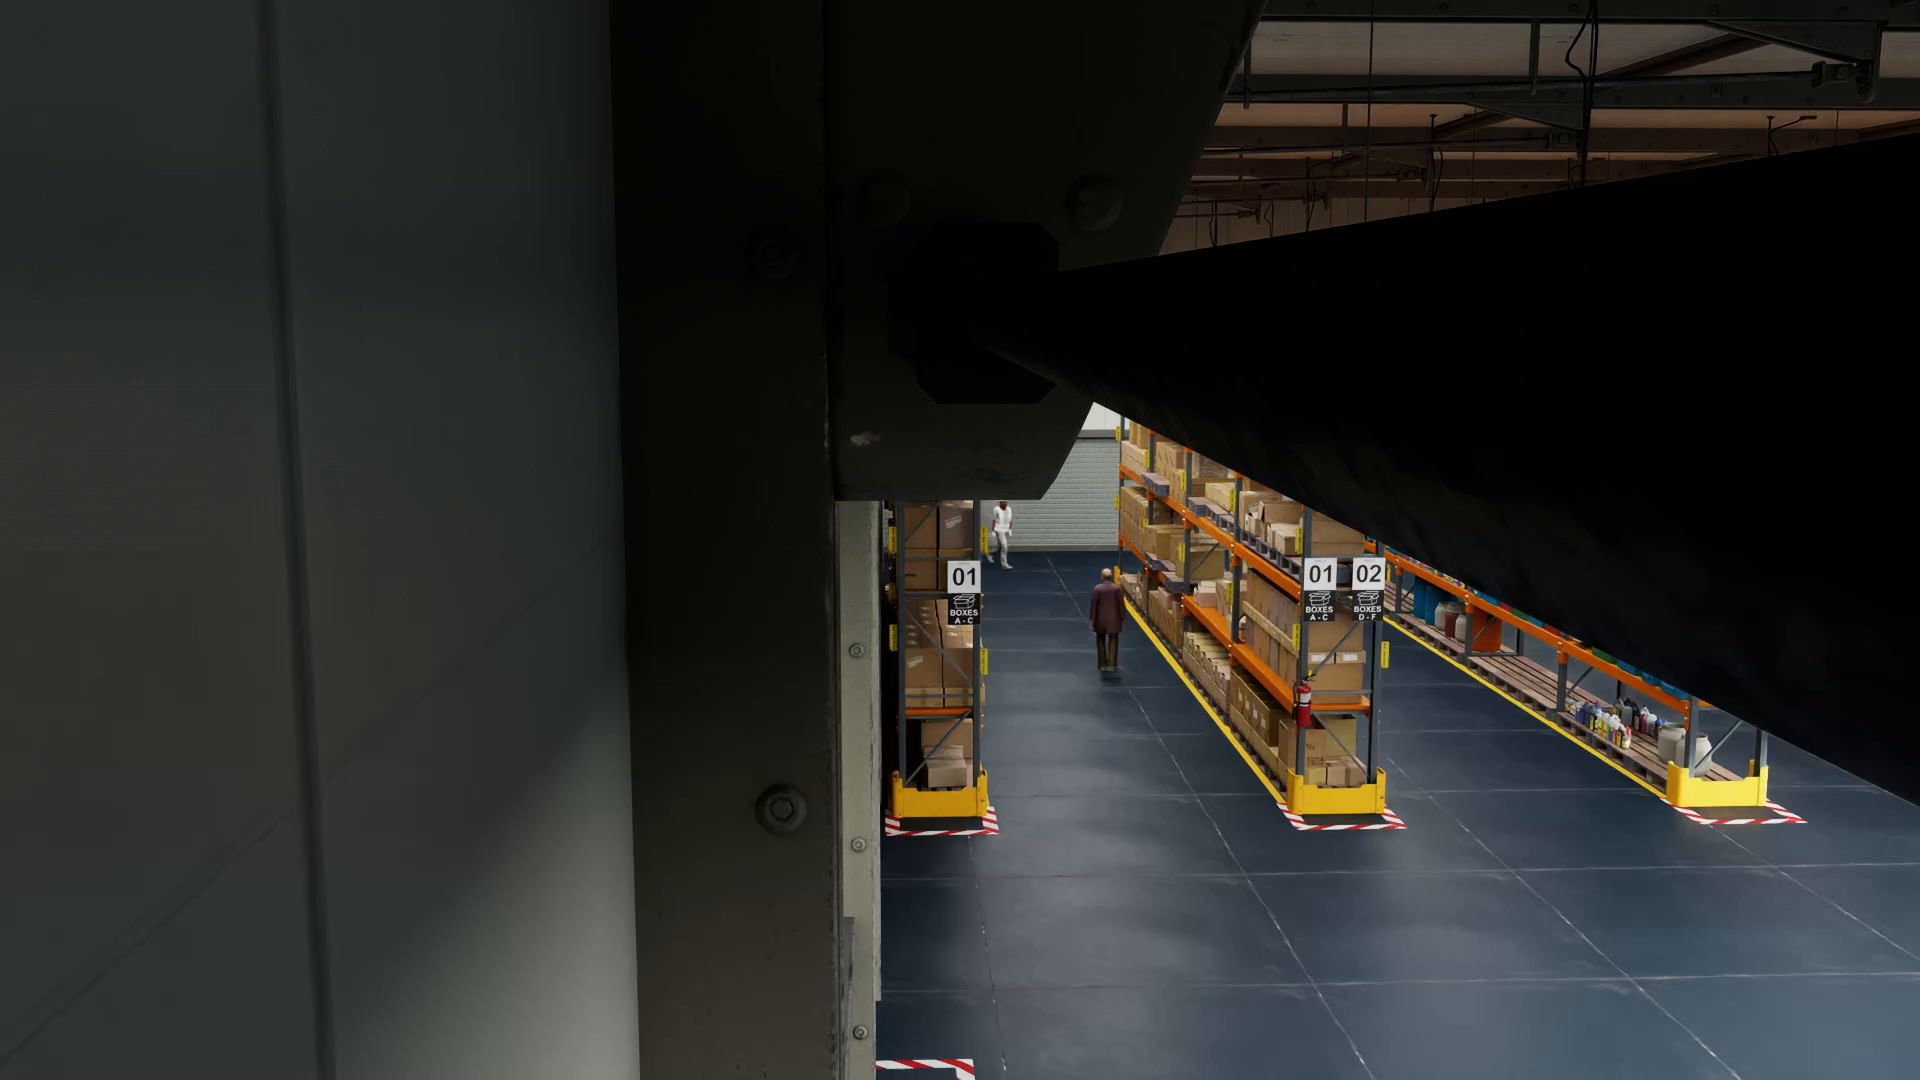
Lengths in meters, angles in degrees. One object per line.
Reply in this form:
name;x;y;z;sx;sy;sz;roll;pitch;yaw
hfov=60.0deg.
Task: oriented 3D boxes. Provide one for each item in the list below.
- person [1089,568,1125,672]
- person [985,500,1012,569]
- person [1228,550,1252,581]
person;2.519;1.371;28.439;0.626;1.779;0.571;0;8;3
person;0.943;-0.208;39.396;0.915;1.754;0.536;6;10;37
person;5.653;0.687;33.445;0.549;1.672;0.471;-1;8;-8
